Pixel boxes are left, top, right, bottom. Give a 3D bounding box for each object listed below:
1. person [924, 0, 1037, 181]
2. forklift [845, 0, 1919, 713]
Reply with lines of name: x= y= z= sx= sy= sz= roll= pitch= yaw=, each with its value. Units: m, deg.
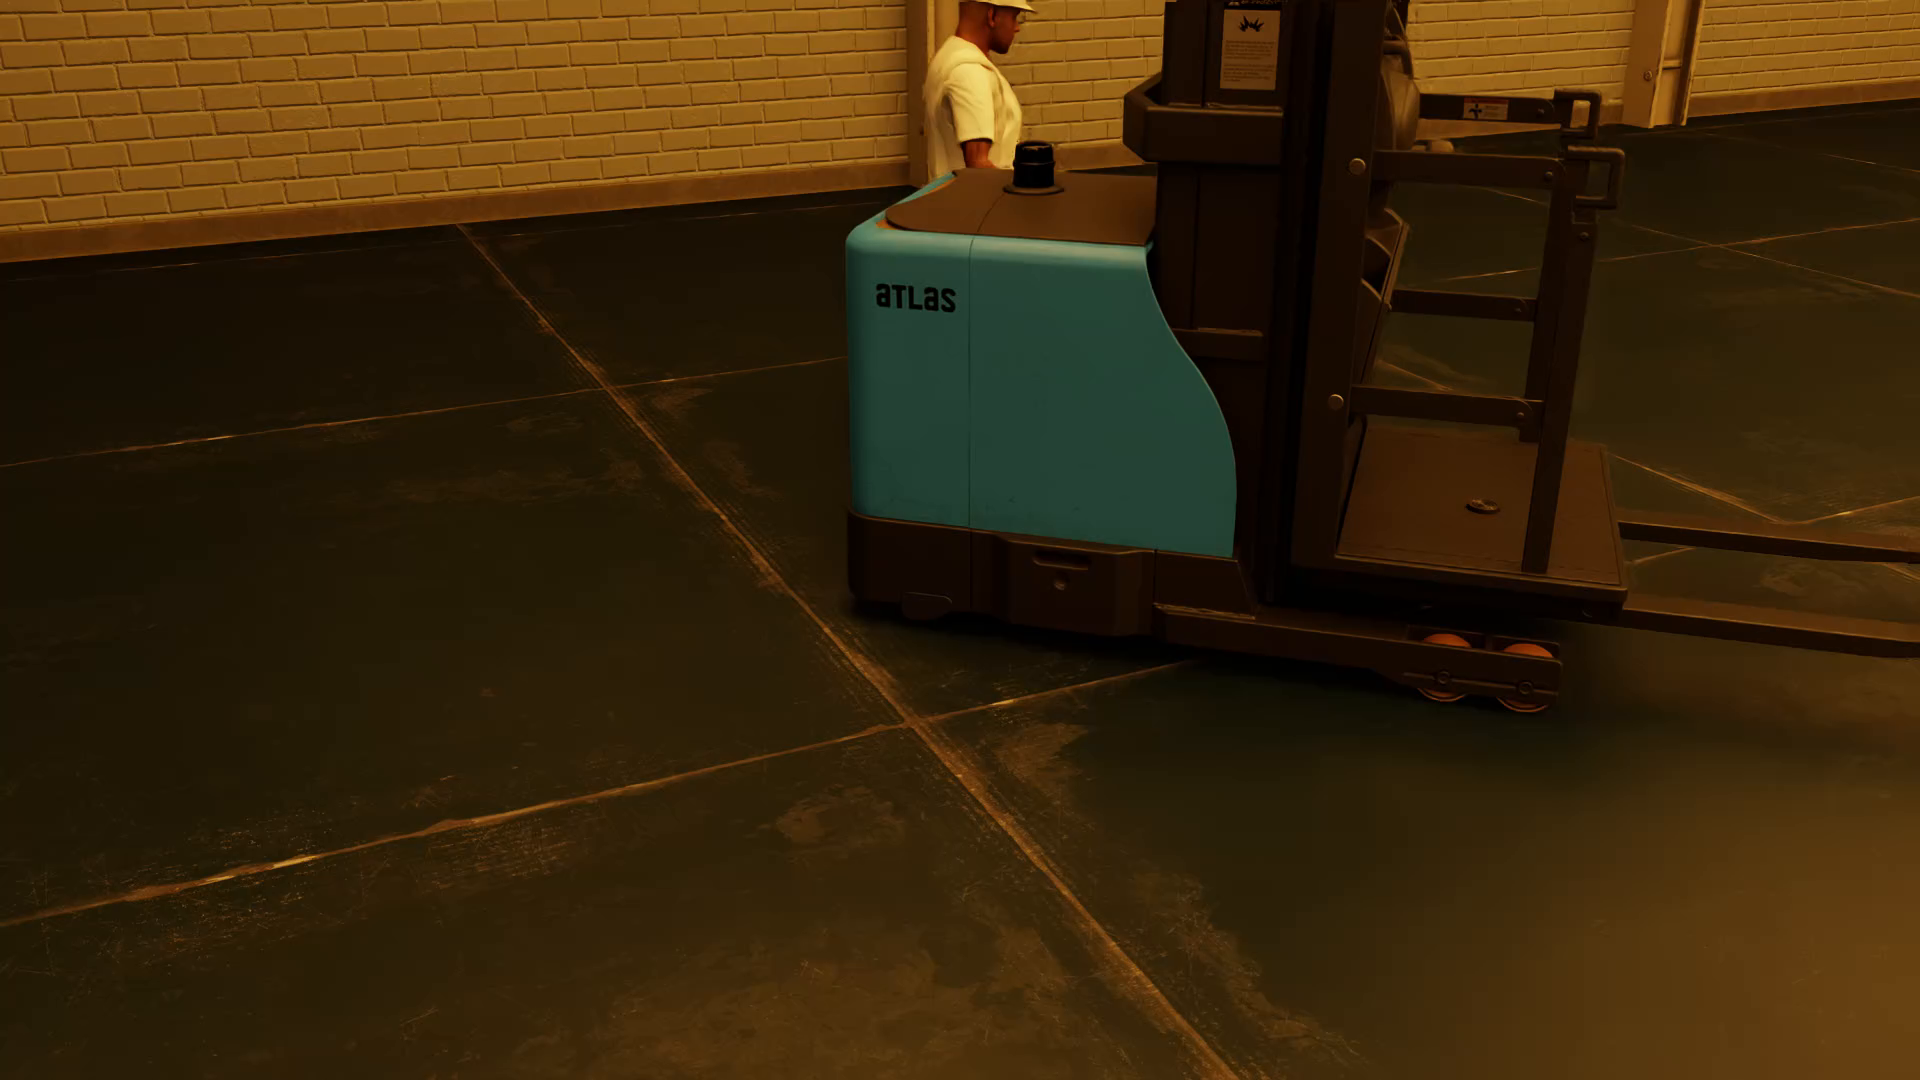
person: x=0.114 y=-1.159 z=5.818 sx=0.679 sy=1.643 sz=1.018 roll=-2 pitch=23 yaw=-6
forklift: x=1.267 y=-1.157 z=4.072 sx=3.031 sy=2.935 sz=1.130 roll=7 pitch=23 yaw=16
